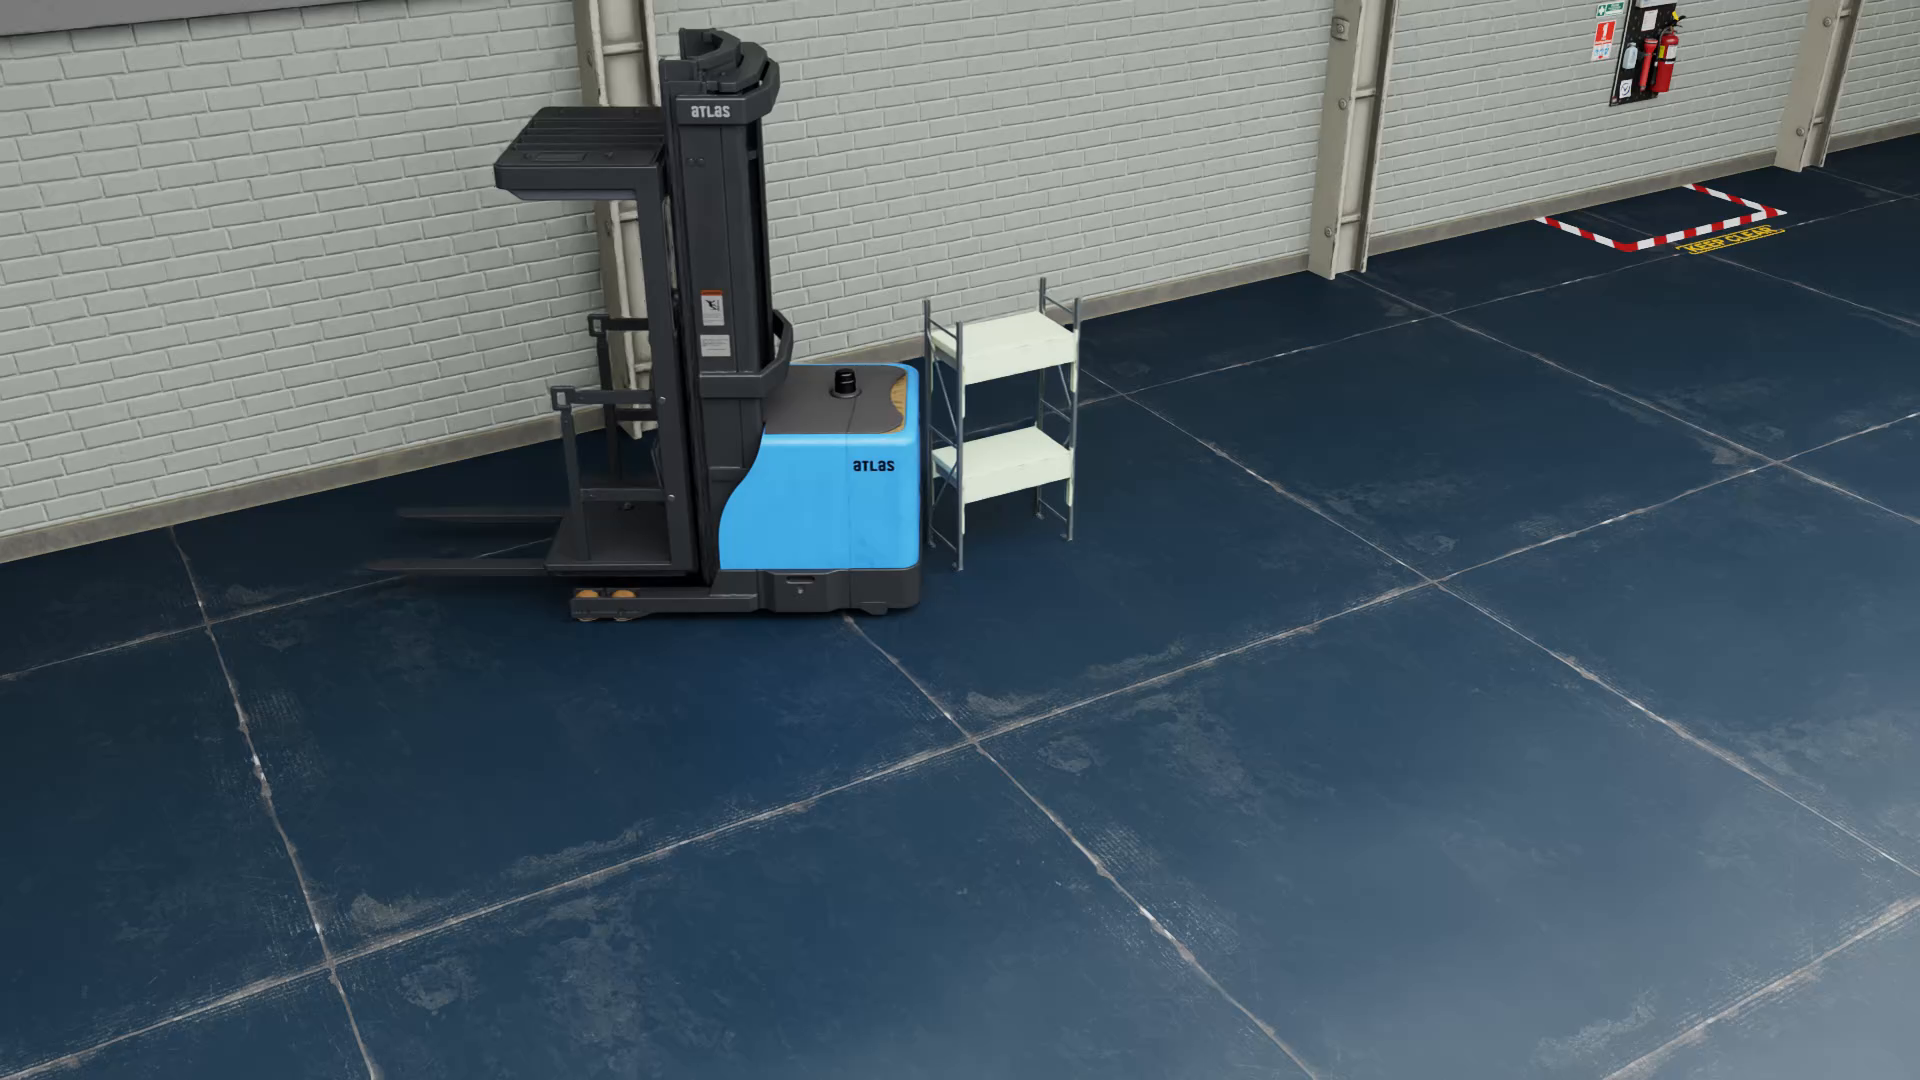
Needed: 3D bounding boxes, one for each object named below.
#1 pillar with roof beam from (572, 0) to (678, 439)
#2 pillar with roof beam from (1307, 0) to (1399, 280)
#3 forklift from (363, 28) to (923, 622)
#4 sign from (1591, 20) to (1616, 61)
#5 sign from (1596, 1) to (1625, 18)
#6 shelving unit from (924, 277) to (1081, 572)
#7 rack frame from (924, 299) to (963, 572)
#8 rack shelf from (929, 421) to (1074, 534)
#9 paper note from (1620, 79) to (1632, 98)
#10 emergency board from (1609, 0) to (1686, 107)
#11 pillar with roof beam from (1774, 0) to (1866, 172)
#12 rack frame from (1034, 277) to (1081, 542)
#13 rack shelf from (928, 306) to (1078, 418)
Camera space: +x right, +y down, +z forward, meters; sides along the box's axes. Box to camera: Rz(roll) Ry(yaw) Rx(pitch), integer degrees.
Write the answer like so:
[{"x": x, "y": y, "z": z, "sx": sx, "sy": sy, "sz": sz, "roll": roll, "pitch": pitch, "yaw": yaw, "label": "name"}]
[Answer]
[{"x": 0.128, "y": -2.920, "z": 5.728, "sx": 0.400, "sy": 9.000, "sz": 9.100, "roll": -16, "pitch": 33, "yaw": -26, "label": "pillar with roof beam"}, {"x": 5.301, "y": -4.389, "z": 8.390, "sx": 0.400, "sy": 9.000, "sz": 9.100, "roll": -16, "pitch": 33, "yaw": -26, "label": "pillar with roof beam"}, {"x": -1.728, "y": -1.101, "z": 8.712, "sx": 3.031, "sy": 2.935, "sz": 1.130, "roll": 0, "pitch": 29, "yaw": 0, "label": "forklift"}, {"x": 5.614, "y": -4.359, "z": 14.507, "sx": 0.234, "sy": 0.329, "sz": 0.001, "roll": -16, "pitch": 33, "yaw": -26, "label": "sign"}, {"x": 5.623, "y": -4.588, "z": 14.374, "sx": 0.331, "sy": 0.109, "sz": 0.001, "roll": -16, "pitch": 33, "yaw": -26, "label": "sign"}, {"x": 0.231, "y": -0.649, "z": 9.374, "sx": 0.755, "sy": 1.500, "sz": 0.431, "roll": -15, "pitch": 32, "yaw": -25, "label": "shelving unit"}, {"x": -0.090, "y": -0.565, "z": 9.221, "sx": 0.023, "sy": 1.500, "sz": 0.400, "roll": -15, "pitch": 32, "yaw": -25, "label": "rack frame"}, {"x": 0.231, "y": -0.364, "z": 9.532, "sx": 0.720, "sy": 0.370, "sz": 0.431, "roll": -15, "pitch": 32, "yaw": -25, "label": "rack shelf"}, {"x": 5.956, "y": -4.035, "z": 14.869, "sx": 0.142, "sy": 0.148, "sz": 0.016, "roll": -16, "pitch": 33, "yaw": -26, "label": "paper note"}, {"x": 6.143, "y": -4.436, "z": 14.683, "sx": 0.643, "sy": 1.169, "sz": 0.194, "roll": -16, "pitch": 33, "yaw": -26, "label": "emergency board"}, {"x": 10.474, "y": -5.858, "z": 11.051, "sx": 0.400, "sy": 9.000, "sz": 9.100, "roll": -16, "pitch": 33, "yaw": -26, "label": "pillar with roof beam"}, {"x": 0.552, "y": -0.734, "z": 9.528, "sx": 0.023, "sy": 1.500, "sz": 0.400, "roll": -15, "pitch": 32, "yaw": -25, "label": "rack frame"}, {"x": 0.231, "y": -0.991, "z": 9.186, "sx": 0.720, "sy": 0.370, "sz": 0.431, "roll": -15, "pitch": 32, "yaw": -25, "label": "rack shelf"}]
